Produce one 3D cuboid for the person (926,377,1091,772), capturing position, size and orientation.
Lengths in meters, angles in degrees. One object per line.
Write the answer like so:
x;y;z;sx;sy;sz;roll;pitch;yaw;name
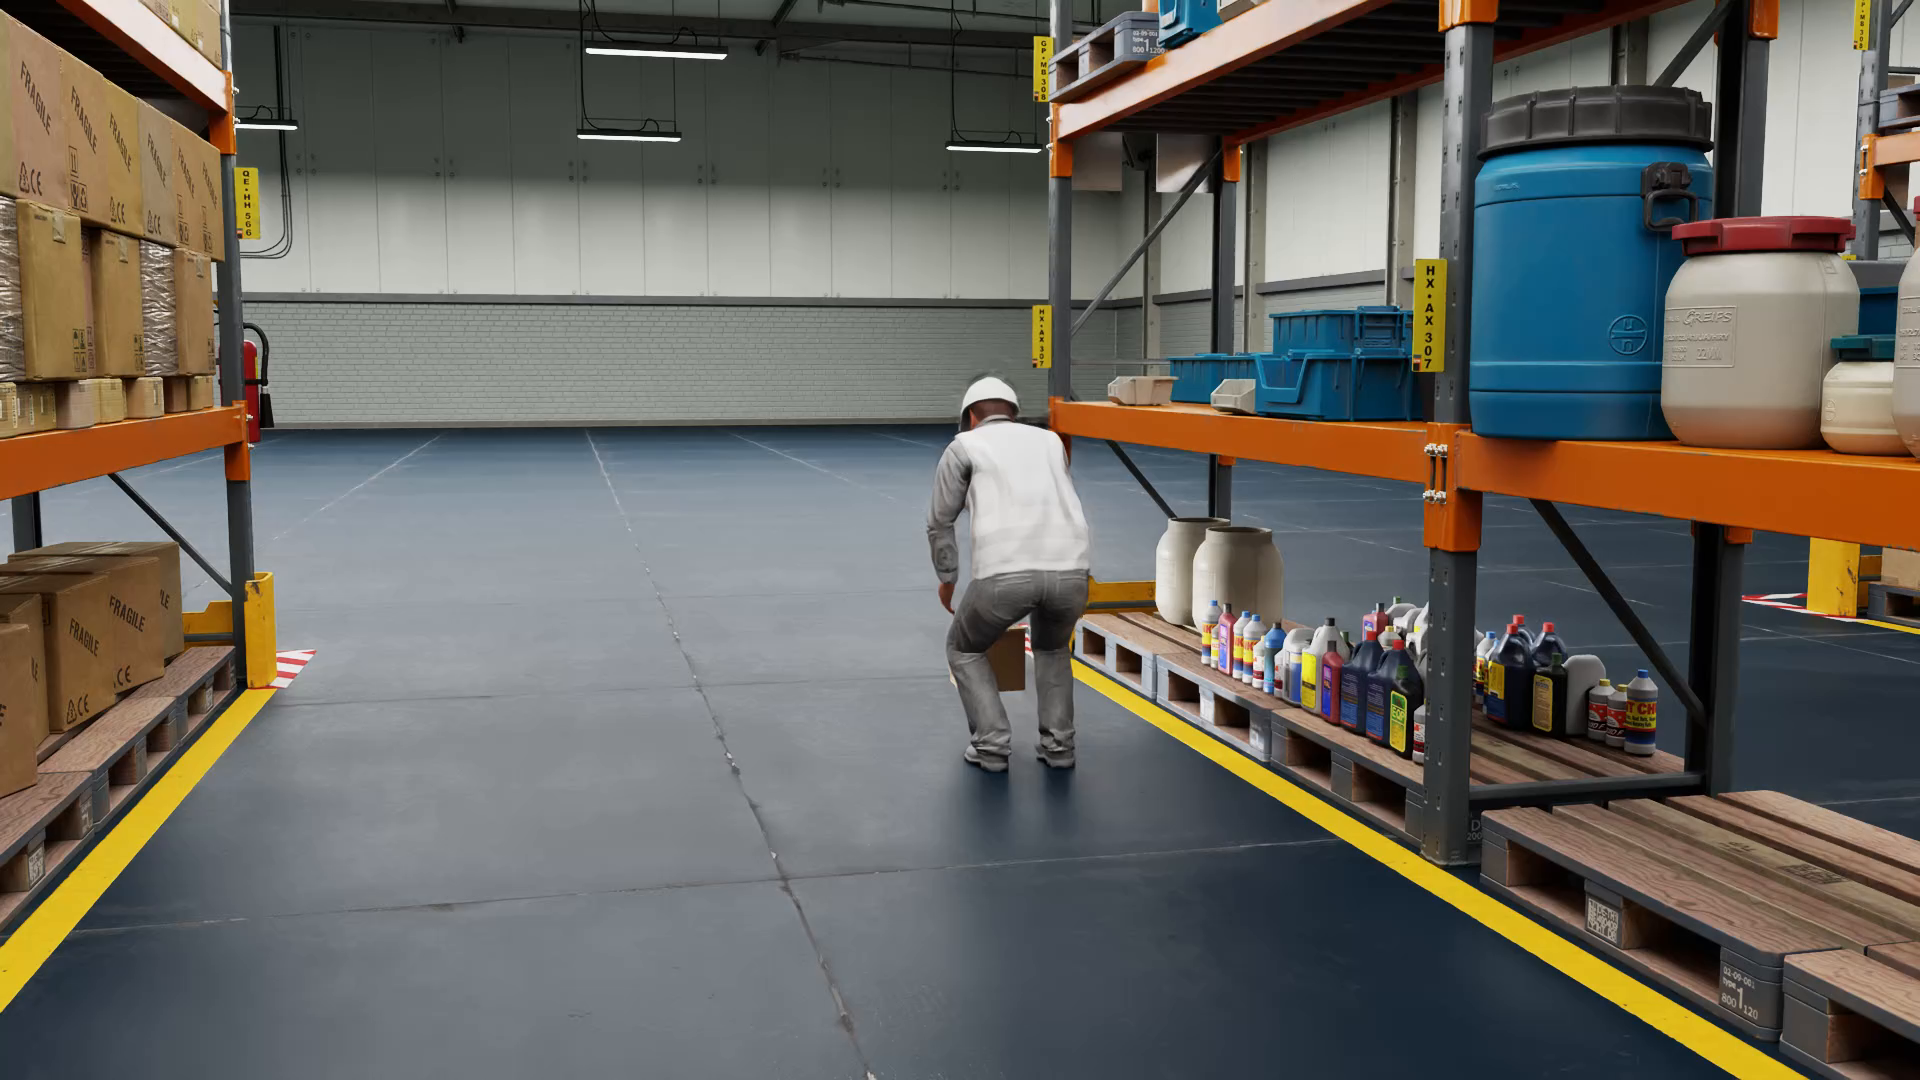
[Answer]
0.178;0.118;6.264;0.592;1.450;0.752;-1;6;-14;person
